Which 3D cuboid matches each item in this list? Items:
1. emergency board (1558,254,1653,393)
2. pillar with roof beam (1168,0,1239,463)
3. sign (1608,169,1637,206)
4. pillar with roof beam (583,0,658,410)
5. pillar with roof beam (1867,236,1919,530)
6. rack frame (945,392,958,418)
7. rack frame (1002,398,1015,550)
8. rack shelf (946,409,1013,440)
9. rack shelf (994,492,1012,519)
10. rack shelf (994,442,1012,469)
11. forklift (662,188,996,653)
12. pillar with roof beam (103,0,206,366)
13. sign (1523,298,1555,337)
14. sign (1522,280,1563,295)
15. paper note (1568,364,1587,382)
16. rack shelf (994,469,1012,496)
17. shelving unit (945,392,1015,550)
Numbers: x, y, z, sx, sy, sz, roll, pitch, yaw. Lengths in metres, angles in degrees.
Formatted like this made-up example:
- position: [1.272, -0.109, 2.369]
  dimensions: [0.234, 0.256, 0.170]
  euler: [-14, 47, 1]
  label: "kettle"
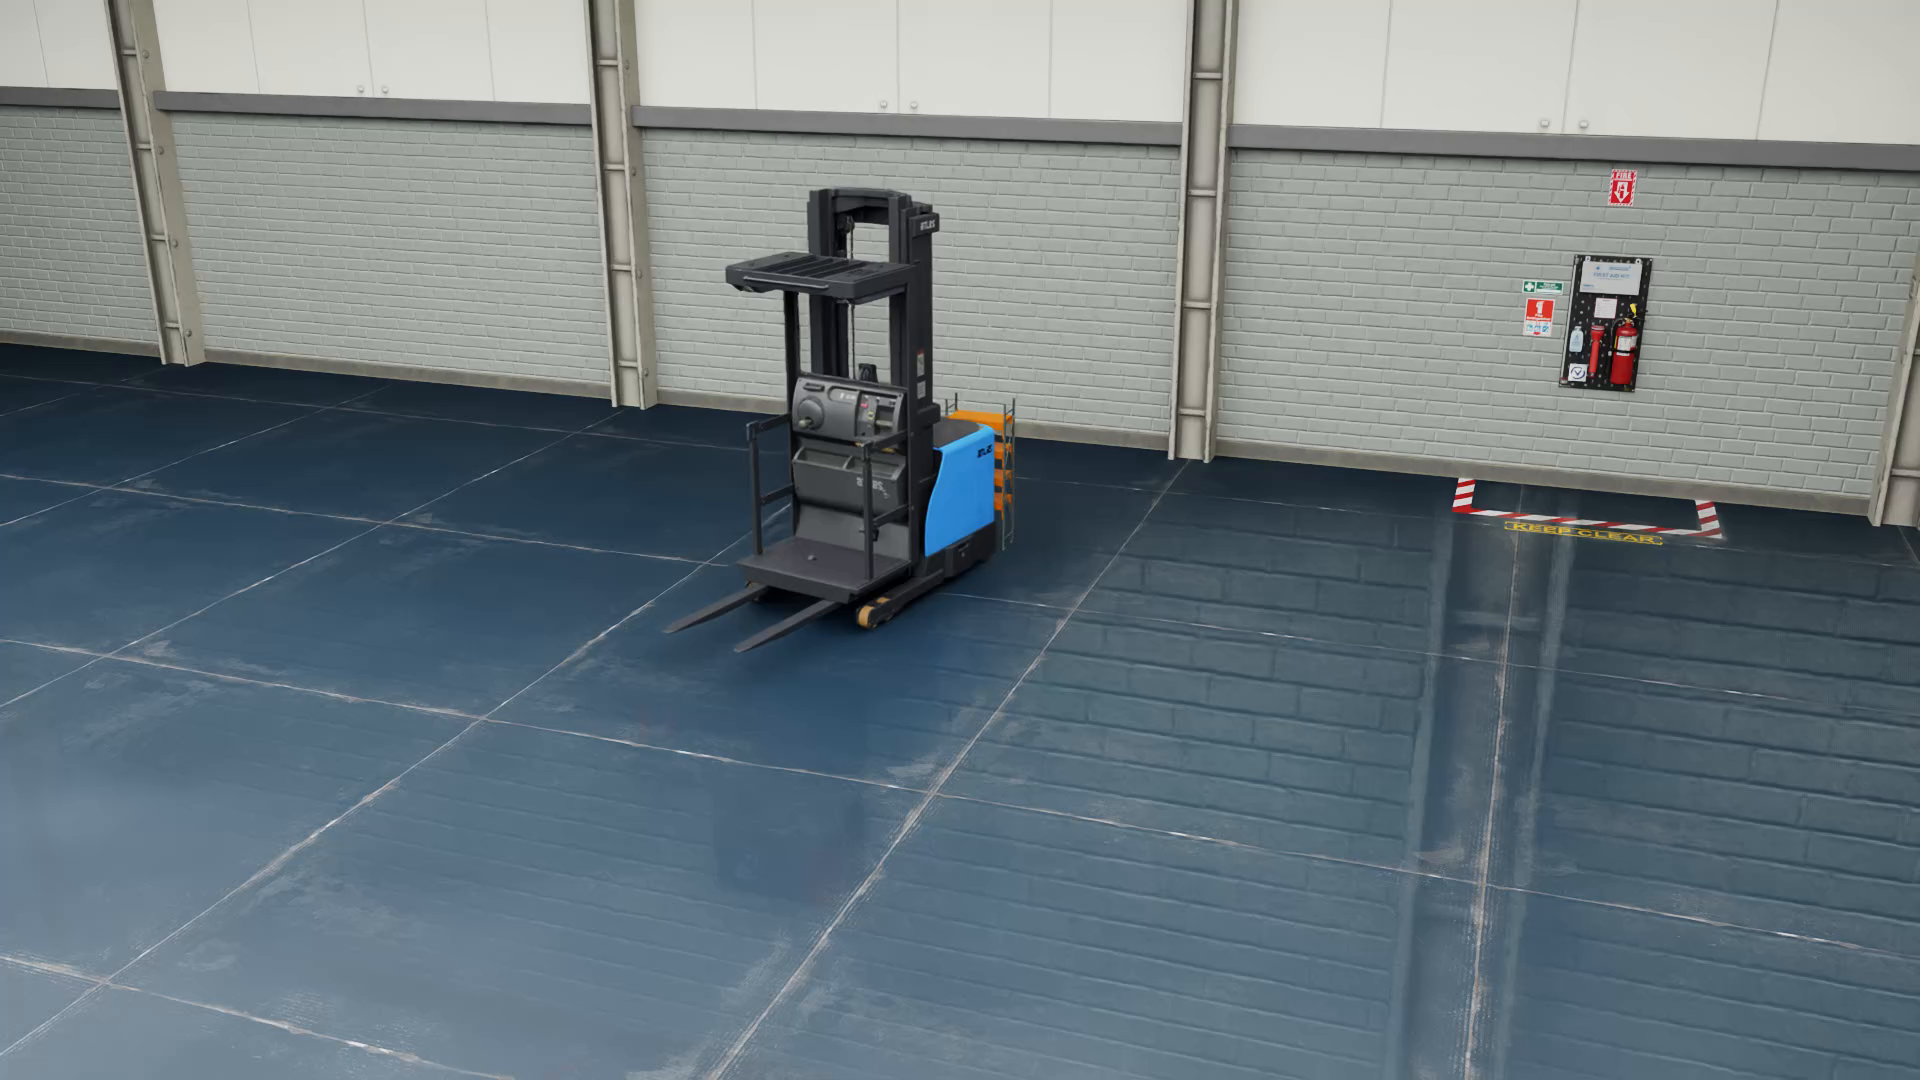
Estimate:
- position: [5.556, -1.842, 14.302]
  dimensions: [0.643, 1.169, 0.194]
  euler: [7, 20, 18]
  label: "emergency board"
- position: [0.797, -3.705, 10.534]
  dimensions: [0.400, 9.000, 9.100]
  euler: [7, 20, 18]
  label: "pillar with roof beam"
- position: [5.581, -2.968, 14.012]
  dimensions: [0.199, 0.298, 0.001]
  euler: [7, 20, 18]
  label: "sign"
- position: [-4.870, -4.353, 12.394]
  dimensions: [0.400, 9.000, 9.100]
  euler: [7, 20, 18]
  label: "pillar with roof beam"
- position: [6.465, -3.057, 8.675]
  dimensions: [0.400, 9.000, 9.100]
  euler: [7, 20, 18]
  label: "pillar with roof beam"
- position: [-0.068, -0.579, 13.415]
  dimensions: [0.015, 1.200, 0.240]
  euler: [7, 20, 20]
  label: "rack frame"
- position: [0.388, -0.522, 13.251]
  dimensions: [0.015, 1.200, 0.240]
  euler: [7, 20, 20]
  label: "rack frame"
- position: [0.160, -0.922, 13.204]
  dimensions: [0.480, 0.148, 0.258]
  euler: [7, 20, 20]
  label: "rack shelf"
- position: [0.160, -0.300, 13.421]
  dimensions: [0.480, 0.148, 0.258]
  euler: [7, 20, 20]
  label: "rack shelf"
- position: [0.160, -0.698, 13.282]
  dimensions: [0.480, 0.148, 0.258]
  euler: [7, 20, 20]
  label: "rack shelf"
- position: [-0.919, -0.927, 11.784]
  dimensions: [1.130, 2.935, 3.031]
  euler: [11, 22, 30]
  label: "forklift"
- position: [-10.538, -5.001, 14.253]
  dimensions: [0.400, 9.000, 9.100]
  euler: [7, 20, 18]
  label: "pillar with roof beam"
- position: [5.068, -1.950, 14.560]
  dimensions: [0.234, 0.329, 0.001]
  euler: [7, 20, 18]
  label: "sign"
- position: [5.069, -2.197, 14.463]
  dimensions: [0.331, 0.109, 0.001]
  euler: [7, 20, 18]
  label: "sign"
- position: [5.411, -1.466, 14.564]
  dimensions: [0.142, 0.148, 0.016]
  euler: [7, 20, 18]
  label: "paper note"
- position: [0.160, -0.487, 13.355]
  dimensions: [0.480, 0.148, 0.258]
  euler: [7, 20, 20]
  label: "rack shelf"
- position: [0.160, -0.551, 13.333]
  dimensions: [0.503, 1.200, 0.258]
  euler: [7, 20, 20]
  label: "shelving unit"
